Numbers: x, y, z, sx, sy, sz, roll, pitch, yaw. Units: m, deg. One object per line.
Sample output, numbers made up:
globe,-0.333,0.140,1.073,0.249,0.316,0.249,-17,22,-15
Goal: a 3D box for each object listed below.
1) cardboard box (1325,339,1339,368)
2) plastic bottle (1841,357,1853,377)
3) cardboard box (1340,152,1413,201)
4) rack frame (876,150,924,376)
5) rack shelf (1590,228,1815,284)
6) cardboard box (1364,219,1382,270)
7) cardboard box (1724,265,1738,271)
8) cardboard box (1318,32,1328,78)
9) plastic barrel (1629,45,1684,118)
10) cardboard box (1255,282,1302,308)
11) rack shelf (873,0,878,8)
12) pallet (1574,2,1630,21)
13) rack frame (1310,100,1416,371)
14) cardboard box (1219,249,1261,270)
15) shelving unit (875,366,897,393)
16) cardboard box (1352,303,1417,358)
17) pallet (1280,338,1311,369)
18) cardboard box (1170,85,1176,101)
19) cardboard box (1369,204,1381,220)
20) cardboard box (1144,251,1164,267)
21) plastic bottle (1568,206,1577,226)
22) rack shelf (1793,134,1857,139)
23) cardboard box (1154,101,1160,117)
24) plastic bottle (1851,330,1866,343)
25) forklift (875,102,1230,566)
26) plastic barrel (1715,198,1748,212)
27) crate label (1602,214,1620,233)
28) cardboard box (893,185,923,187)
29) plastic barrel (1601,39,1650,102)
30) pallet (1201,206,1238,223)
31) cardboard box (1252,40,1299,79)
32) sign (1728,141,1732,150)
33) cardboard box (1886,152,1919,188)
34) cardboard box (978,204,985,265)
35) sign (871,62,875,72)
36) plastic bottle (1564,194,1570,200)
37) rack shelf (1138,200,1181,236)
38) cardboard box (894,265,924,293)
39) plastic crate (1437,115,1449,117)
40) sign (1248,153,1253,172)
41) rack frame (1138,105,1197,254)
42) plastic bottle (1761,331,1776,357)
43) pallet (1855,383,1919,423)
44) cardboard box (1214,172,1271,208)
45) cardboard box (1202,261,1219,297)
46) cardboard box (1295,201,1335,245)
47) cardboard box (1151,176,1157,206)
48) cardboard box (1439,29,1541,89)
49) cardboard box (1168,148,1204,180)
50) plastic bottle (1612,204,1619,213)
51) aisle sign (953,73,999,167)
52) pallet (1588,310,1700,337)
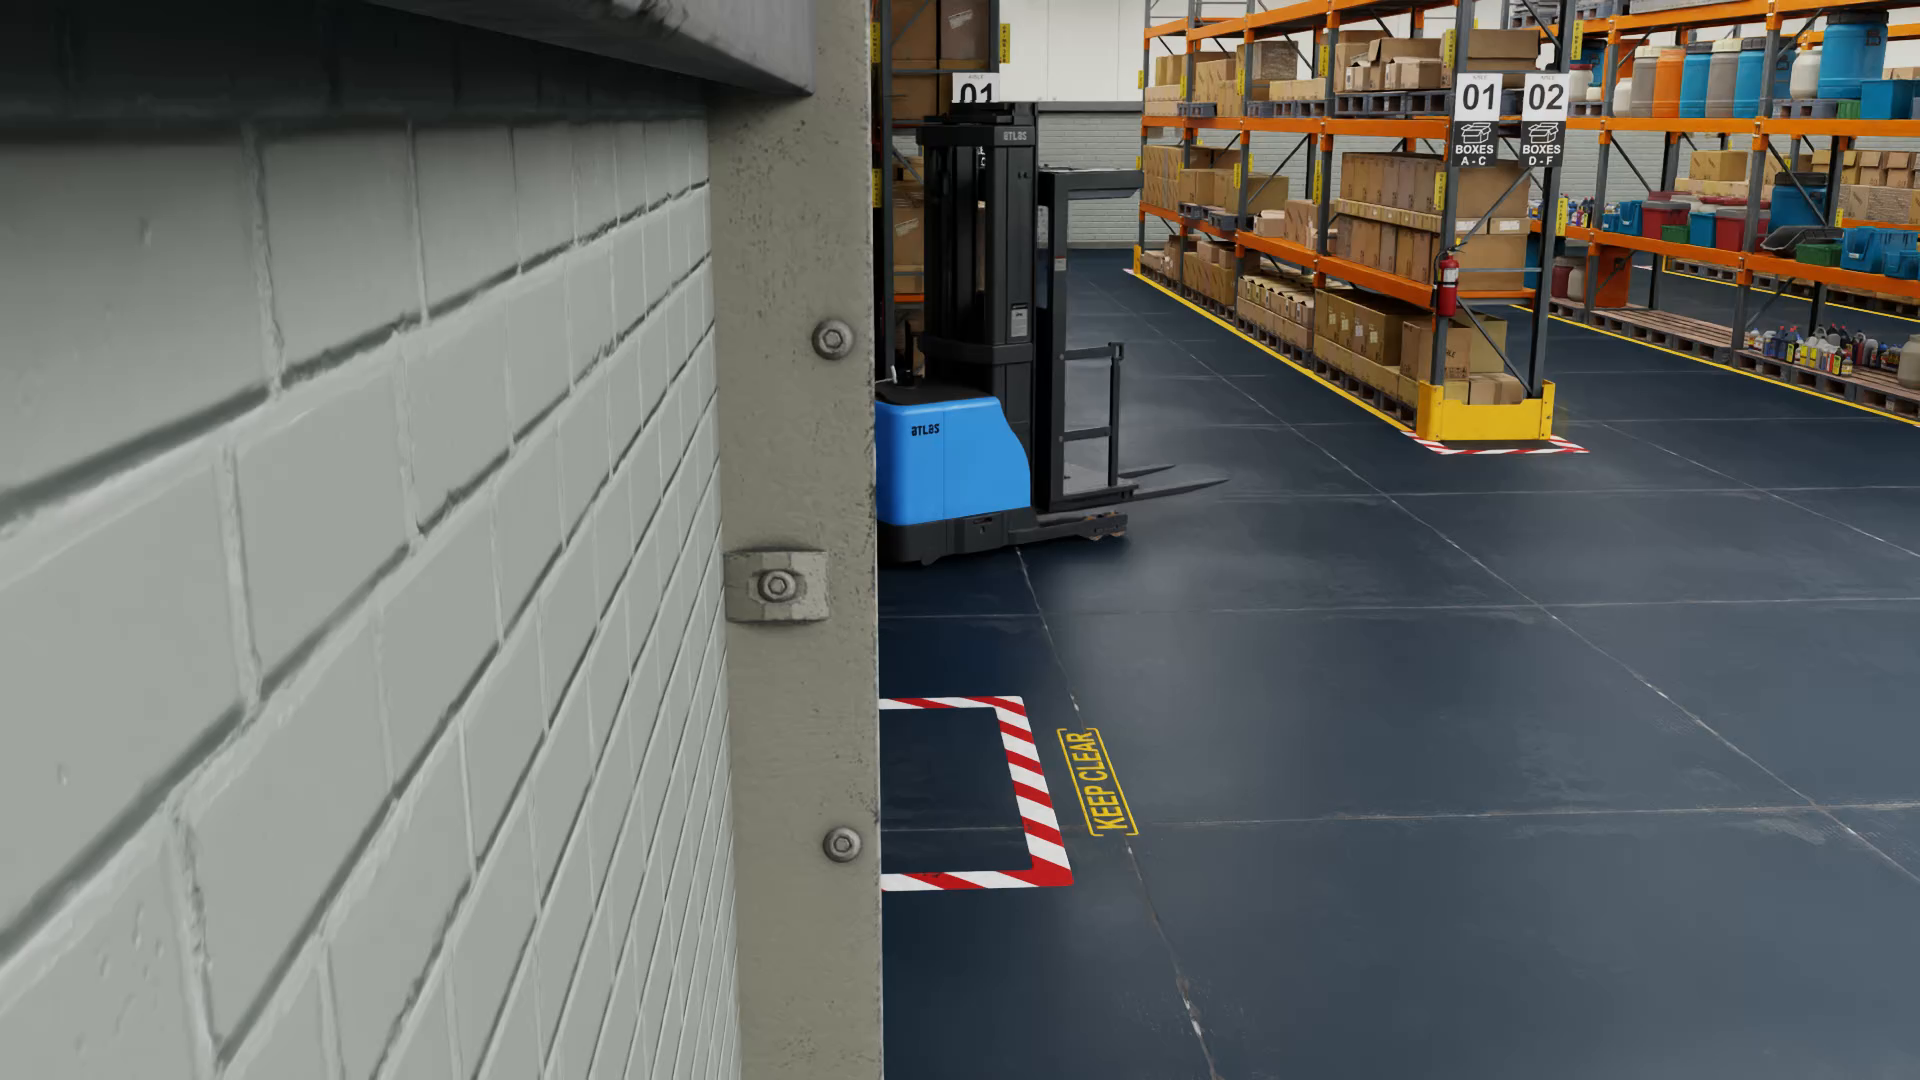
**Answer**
cardboard box,4.282,-2.027,18.059,0.500,0.250,0.500,-1,14,-3
plastic bottle,9.170,-1.788,17.189,0.097,0.201,0.097,0,14,0
cardboard box,4.563,-3.966,18.116,0.700,0.500,0.500,-1,14,-3
rack frame,-0.414,-3.322,18.418,1.000,3.000,0.127,-1,14,-3
rack shelf,9.350,-3.624,21.035,1.077,0.370,4.000,-1,14,-3
cardboard box,4.630,-3.082,17.283,0.700,0.500,0.500,-1,14,-3
cardboard box,13.905,-5.105,28.768,0.875,0.875,0.875,-1,14,-3
cardboard box,4.472,-5.641,19.366,0.500,0.500,0.500,1,14,2
plastic barrel,9.060,-5.958,21.636,0.600,0.901,0.600,0,14,0
cardboard box,4.092,-3.145,21.282,0.500,0.311,0.500,-1,14,-5
rack shelf,-0.290,-5.380,15.827,1.077,0.370,4.000,-1,14,-3
pallet,9.212,-7.270,22.904,1.213,0.211,1.003,-1,14,-3
rack frame,4.530,-3.399,18.719,1.000,3.000,0.127,-1,14,-3
cardboard box,3.982,-4.003,23.693,0.500,0.250,0.500,0,14,-1
shelving unit,-0.566,-0.527,11.127,0.258,1.200,0.503,-8,7,40
cardboard box,4.341,-2.141,16.999,0.500,0.500,0.500,-1,14,-3
pallet,4.445,-2.232,19.776,1.003,0.211,1.213,-1,14,-3
cardboard box,3.705,-7.252,26.972,0.500,0.250,0.500,-1,14,-3
cardboard box,4.437,-3.372,17.109,0.380,0.149,0.250,-1,14,-5
cardboard box,3.568,-5.001,29.580,0.500,0.250,0.500,-1,14,-3
plastic bottle,8.760,-4.636,23.784,0.097,0.271,0.097,0,14,0
rack shelf,14.045,-6.148,24.825,1.077,0.370,4.000,-1,14,-3
cardboard box,3.615,-7.383,28.484,0.500,0.250,0.500,-1,14,-3
plastic bottle,9.833,-2.121,18.185,0.144,0.351,0.185,-1,14,-4
forklift,0.566,-1.514,11.527,3.031,2.935,1.130,-9,17,-33
plastic barrel,9.588,-3.965,20.643,0.433,0.535,0.433,0,14,0
crate label,8.878,-4.278,22.470,0.303,0.233,0.416,-1,14,-3
cardboard box,-0.511,-4.013,20.020,0.700,0.500,0.500,1,14,4
plastic barrel,9.194,-6.475,22.948,0.600,0.830,0.708,-1,14,-3
pallet,4.157,-4.785,24.489,1.003,0.211,1.213,-1,14,-3
cardboard box,4.261,-6.488,22.497,0.500,0.500,0.500,-1,14,-3
sign,14.216,-7.216,30.754,0.100,0.325,0.005,-1,14,-3
cardboard box,14.103,-5.425,24.376,0.797,0.503,0.637,-1,14,-2
cardboard box,0.104,-2.751,14.954,0.500,0.500,0.500,-1,14,-3
sign,-0.968,-5.206,17.894,0.100,0.325,0.005,-1,14,-3
plastic bottle,9.373,-5.171,25.704,0.144,0.351,0.185,-1,14,-3
rack shelf,3.910,-5.538,28.475,1.077,0.370,4.000,-1,14,-3
cardboard box,-0.389,-2.378,15.008,0.500,0.250,0.500,-1,14,-3
plastic crate,8.551,-7.498,28.752,0.504,0.338,0.767,-1,14,-3
sign,4.588,-5.959,26.344,0.100,0.325,0.005,-1,14,-3
rack frame,3.786,-6.384,30.318,1.000,3.000,0.127,-1,14,-3
plastic bottle,9.103,-2.203,18.652,0.152,0.276,0.135,0,14,-1
pallet,9.625,-1.350,16.350,1.003,0.211,1.213,-1,14,-3
cardboard box,4.205,-5.202,24.683,0.700,0.500,0.500,-5,15,-18
cardboard box,3.919,-3.885,24.739,0.500,0.500,0.500,-1,14,-6
cardboard box,4.435,-3.895,20.443,0.500,0.500,0.500,-1,14,-3
cardboard box,3.616,-6.065,28.877,0.500,0.500,0.500,-1,14,-4
cardboard box,4.746,-4.322,14.952,0.797,0.503,0.637,0,14,0
cardboard box,3.710,-6.171,27.283,0.500,0.500,0.500,-1,14,-5
plastic bottle,9.516,-4.732,24.134,0.061,0.283,0.133,-1,14,-3
aisle sign,0.137,-3.573,14.176,0.394,0.787,0.004,-1,14,-3
pallet,9.235,-2.926,22.475,1.003,0.211,1.213,-1,14,-3
